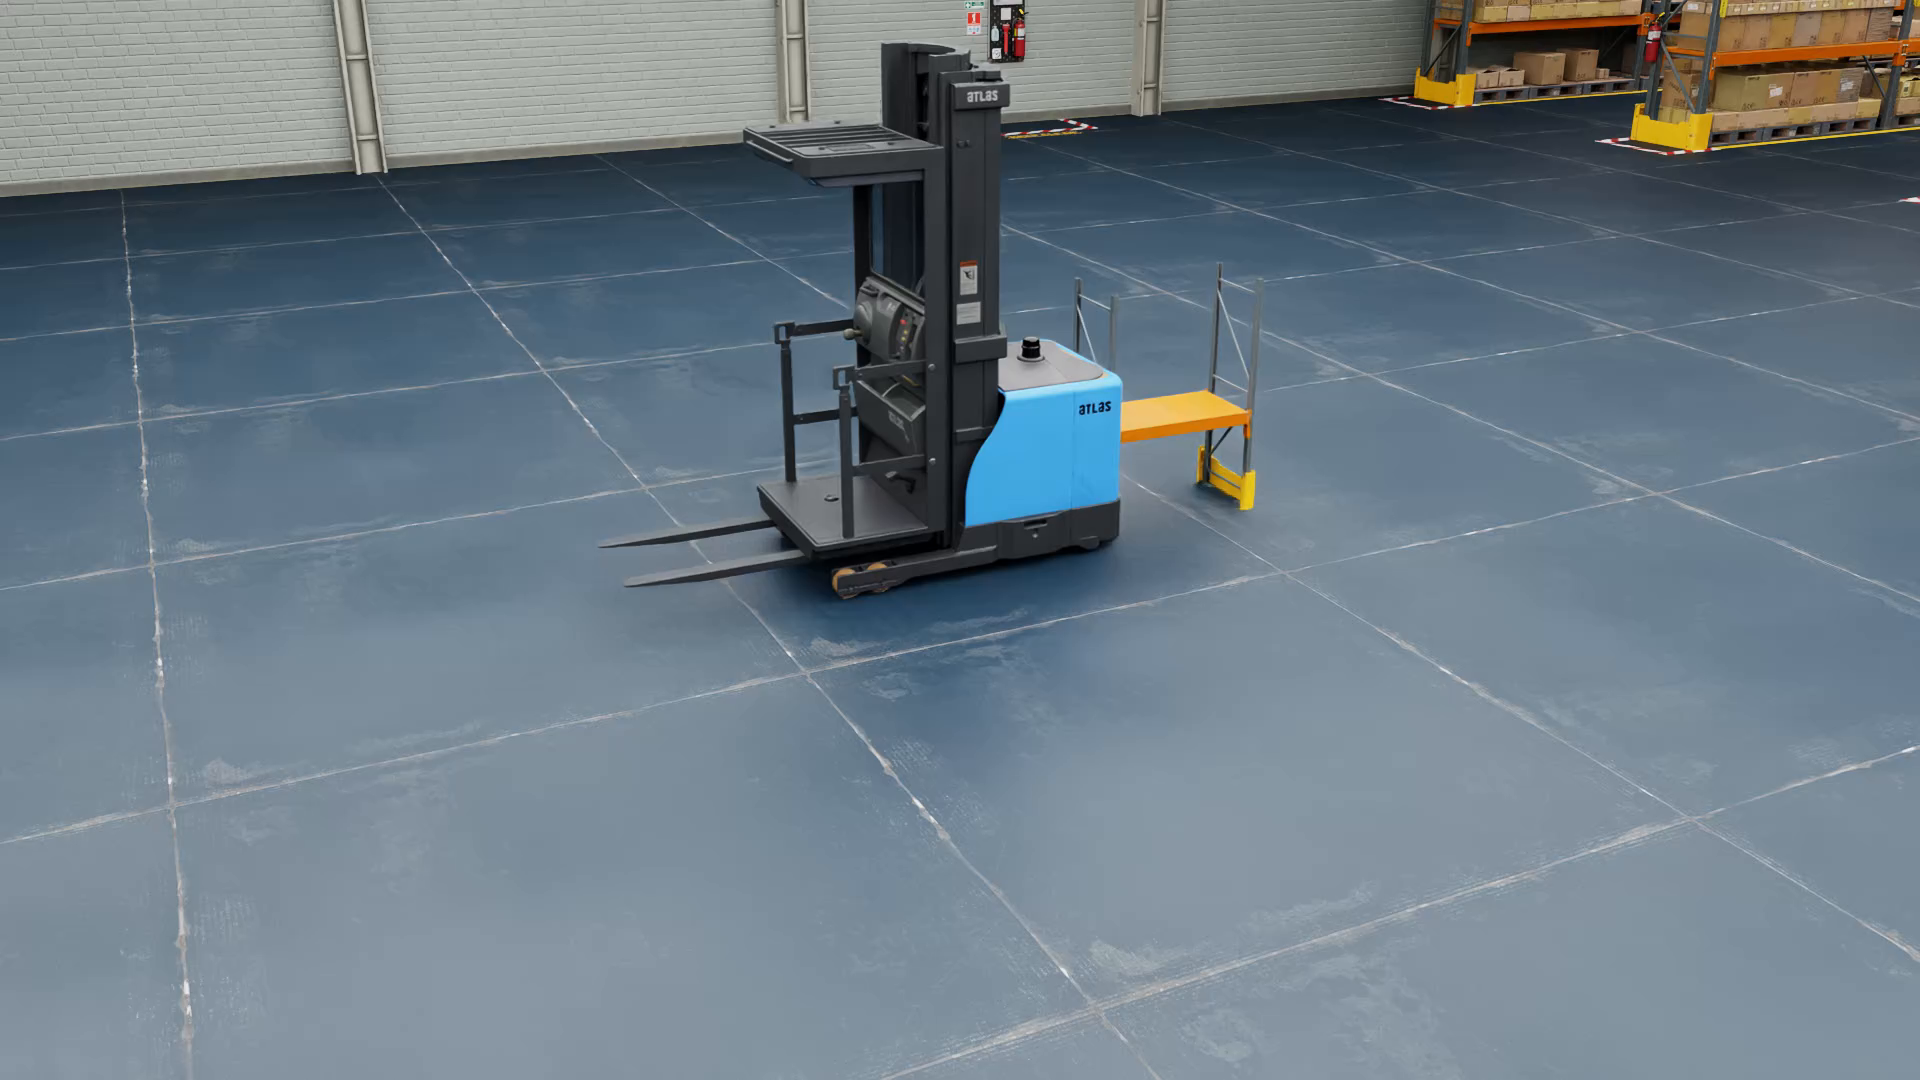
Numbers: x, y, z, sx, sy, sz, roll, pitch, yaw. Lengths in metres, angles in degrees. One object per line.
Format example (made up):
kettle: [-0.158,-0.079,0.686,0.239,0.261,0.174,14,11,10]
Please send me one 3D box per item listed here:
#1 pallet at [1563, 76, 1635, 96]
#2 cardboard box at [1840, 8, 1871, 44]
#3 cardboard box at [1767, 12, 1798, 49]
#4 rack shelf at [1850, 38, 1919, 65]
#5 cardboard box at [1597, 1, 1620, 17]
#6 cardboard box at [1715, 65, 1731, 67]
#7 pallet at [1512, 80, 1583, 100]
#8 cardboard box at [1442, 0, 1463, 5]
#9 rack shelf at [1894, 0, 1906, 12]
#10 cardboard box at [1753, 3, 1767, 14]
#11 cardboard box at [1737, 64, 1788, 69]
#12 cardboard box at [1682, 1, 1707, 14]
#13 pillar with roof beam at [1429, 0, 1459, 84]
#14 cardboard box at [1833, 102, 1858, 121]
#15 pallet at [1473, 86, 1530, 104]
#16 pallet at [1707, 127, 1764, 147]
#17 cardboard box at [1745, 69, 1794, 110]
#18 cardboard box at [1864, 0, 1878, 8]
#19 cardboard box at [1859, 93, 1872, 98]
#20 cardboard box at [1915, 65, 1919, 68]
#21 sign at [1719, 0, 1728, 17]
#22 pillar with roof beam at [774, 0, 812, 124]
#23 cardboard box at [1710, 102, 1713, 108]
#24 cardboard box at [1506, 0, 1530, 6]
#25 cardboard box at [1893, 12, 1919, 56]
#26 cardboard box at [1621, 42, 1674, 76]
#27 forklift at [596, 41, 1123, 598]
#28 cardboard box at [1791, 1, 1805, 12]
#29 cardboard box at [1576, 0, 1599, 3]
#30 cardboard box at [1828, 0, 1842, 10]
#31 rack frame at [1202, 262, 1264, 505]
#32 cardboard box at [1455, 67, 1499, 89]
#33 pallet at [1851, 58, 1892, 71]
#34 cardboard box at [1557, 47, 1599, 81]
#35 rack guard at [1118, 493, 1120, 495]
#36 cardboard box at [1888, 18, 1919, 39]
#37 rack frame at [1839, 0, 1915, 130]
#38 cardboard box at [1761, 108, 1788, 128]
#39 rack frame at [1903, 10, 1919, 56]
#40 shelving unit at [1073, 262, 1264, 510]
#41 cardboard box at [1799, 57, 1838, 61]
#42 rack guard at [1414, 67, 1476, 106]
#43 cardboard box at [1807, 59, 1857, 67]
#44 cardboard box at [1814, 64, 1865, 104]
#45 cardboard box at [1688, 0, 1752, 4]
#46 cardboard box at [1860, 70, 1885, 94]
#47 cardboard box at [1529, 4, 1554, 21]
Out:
pallet: [11.163,-8.098,29.538,1.213,0.211,1.003,-10,25,-24]
cardboard box: [13.035,-7.684,24.761,0.500,0.500,0.700,-11,25,-24]
cardboard box: [11.648,-7.428,24.143,0.500,0.500,0.700,-10,25,-23]
rack shelf: [15.707,-7.803,26.119,4.000,0.370,1.077,-10,25,-24]
cardboard box: [11.005,-9.187,28.693,0.500,0.250,0.500,-10,25,-23]
cardboard box: [13.781,-8.947,30.635,0.500,0.500,0.700,-11,25,-24]
pallet: [10.062,-7.894,29.045,1.213,0.211,1.003,-10,25,-24]
cardboard box: [8.481,-9.285,27.947,0.500,0.500,0.500,-11,25,-24]
rack shelf: [17.159,-10.173,31.845,4.000,0.370,1.077,-10,25,-24]
cardboard box: [11.210,-7.563,23.619,0.250,0.149,0.380,-10,25,-23]
cardboard box: [12.000,-6.855,24.954,0.500,0.500,0.500,-10,25,-24]
cardboard box: [10.562,-7.615,23.746,0.250,0.149,0.380,-11,25,-25]
pillar with roof beam: [10.271,-10.549,23.969,0.400,9.000,9.100,-10,25,-24]
cardboard box: [13.127,-6.495,25.066,0.500,0.250,0.500,-10,25,-24]
pallet: [8.965,-7.693,28.560,1.213,0.211,1.003,-10,25,-24]
pallet: [10.971,-5.993,24.452,1.213,0.211,1.003,-10,25,-24]
cardboard box: [11.775,-6.593,24.322,0.500,0.500,0.500,-10,25,-24]
cardboard box: [13.294,-7.946,24.545,0.250,0.149,0.380,-11,25,-25]
cardboard box: [14.153,-6.896,26.033,0.500,0.250,0.500,-11,25,-24]
cardboard box: [15.516,-7.405,26.530,0.500,0.311,0.500,-11,25,-24]
sign: [10.536,-7.384,22.932,0.005,0.325,0.100,-10,25,-24]
pillar with roof beam: [-0.541,-8.559,19.160,0.400,9.000,9.100,-10,25,-24]
cardboard box: [11.101,-6.342,24.694,0.500,0.250,0.500,-10,25,-24]
cardboard box: [9.159,-9.187,27.712,0.500,0.500,0.500,-10,25,-23]
cardboard box: [18.432,-9.885,32.471,0.750,0.750,0.750,-10,25,-23]
cardboard box: [12.409,-8.686,30.006,0.500,0.500,0.700,-10,24,-22]
forklift: [-0.590,-1.252,9.443,3.031,2.935,1.130,-10,24,-22]
cardboard box: [11.907,-7.691,23.930,0.250,0.149,0.380,-11,25,-24]
cardboard box: [10.555,-9.447,28.340,0.500,0.500,0.500,-11,25,-25]
cardboard box: [12.608,-7.821,24.242,0.250,0.149,0.380,-10,24,-22]
rack frame: [1.746,-0.994,10.689,0.032,1.500,0.500,-10,24,-22]
cardboard box: [8.811,-7.891,28.332,0.500,0.311,0.500,-14,26,-30]
pallet: [17.198,-9.191,32.178,1.213,0.211,1.003,-10,25,-24]
cardboard box: [10.835,-8.373,29.248,0.500,0.500,0.500,-12,26,-28]
rack guard: [0.838,-0.259,10.548,0.087,0.250,0.587,-10,24,-22]
cardboard box: [14.329,-7.831,25.443,0.500,0.250,0.500,-9,24,-20]
rack frame: [13.905,-7.804,25.180,0.127,3.000,1.000,-10,25,-24]
cardboard box: [11.780,-6.243,24.456,0.500,0.250,0.500,-10,25,-24]
rack frame: [18.961,-10.837,32.509,0.127,3.000,1.000,-10,25,-24]
shelving unit: [1.291,-0.915,10.499,1.083,1.500,0.587,-10,24,-22]
cardboard box: [16.077,-9.451,31.422,0.750,0.750,0.750,-11,25,-24]
rack guard: [8.217,-7.704,28.209,0.348,0.500,1.175,-10,25,-24]
cardboard box: [13.351,-7.105,25.557,0.500,0.500,0.500,-10,25,-24]
cardboard box: [13.126,-6.843,24.924,0.500,0.500,0.500,-10,25,-24]
cardboard box: [10.774,-7.868,23.508,0.500,0.500,0.700,-10,25,-23]
cardboard box: [14.145,-7.152,25.919,0.500,0.311,0.500,-10,25,-24]
cardboard box: [9.649,-8.932,28.075,0.500,0.250,0.500,-11,25,-24]
